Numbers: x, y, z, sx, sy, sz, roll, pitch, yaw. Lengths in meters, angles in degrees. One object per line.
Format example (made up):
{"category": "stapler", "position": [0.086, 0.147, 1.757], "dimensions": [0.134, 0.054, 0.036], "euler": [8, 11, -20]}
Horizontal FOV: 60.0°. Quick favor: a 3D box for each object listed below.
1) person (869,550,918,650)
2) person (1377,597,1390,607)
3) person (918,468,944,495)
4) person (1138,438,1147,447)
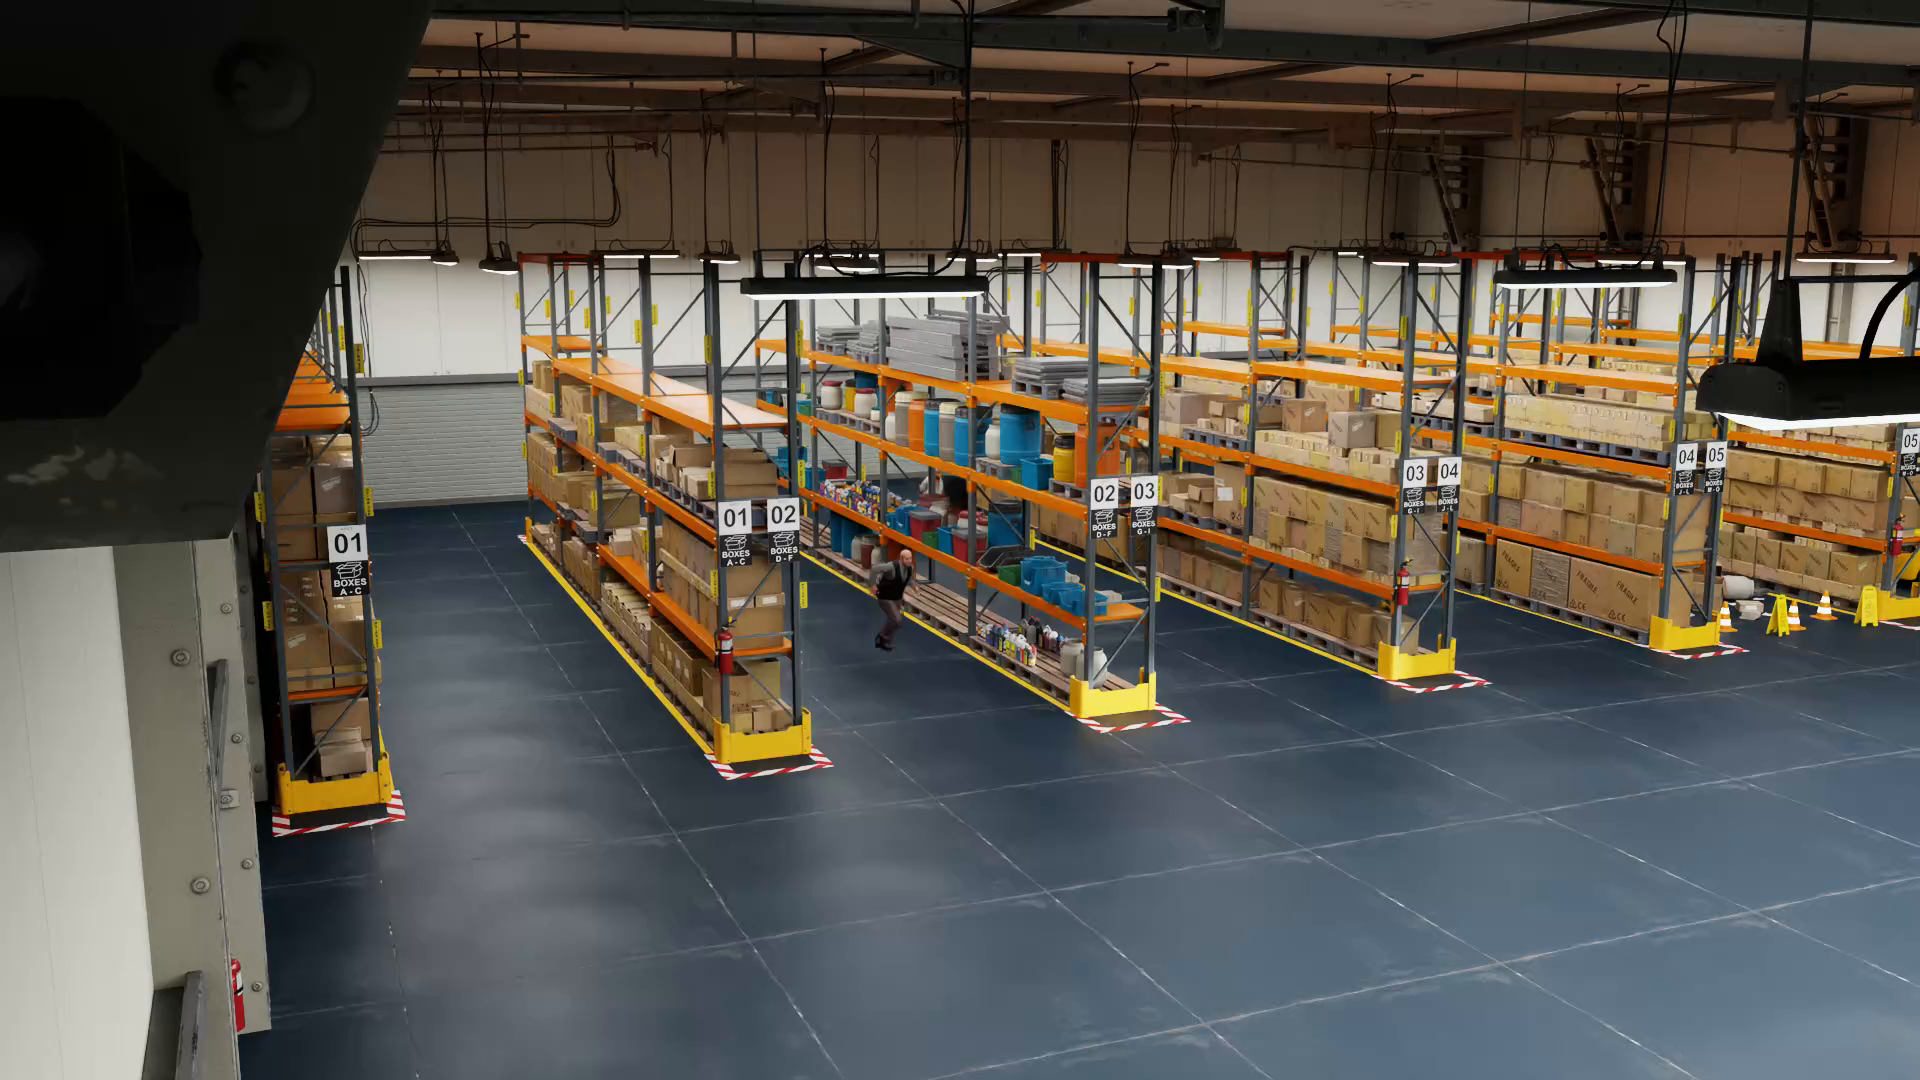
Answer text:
{"category": "person", "position": [-0.983, 0.891, 24.286], "dimensions": [0.869, 1.569, 0.684], "euler": [10, 14, 44]}
{"category": "person", "position": [7.425, 0.333, 28.328], "dimensions": [0.716, 1.779, 0.686], "euler": [-6, 12, -29]}
{"category": "person", "position": [-0.595, -0.714, 33.871], "dimensions": [0.659, 1.673, 1.032], "euler": [-7, 12, -32]}
{"category": "person", "position": [4.438, -2.052, 41.769], "dimensions": [0.578, 1.626, 0.539], "euler": [8, 13, 37]}
